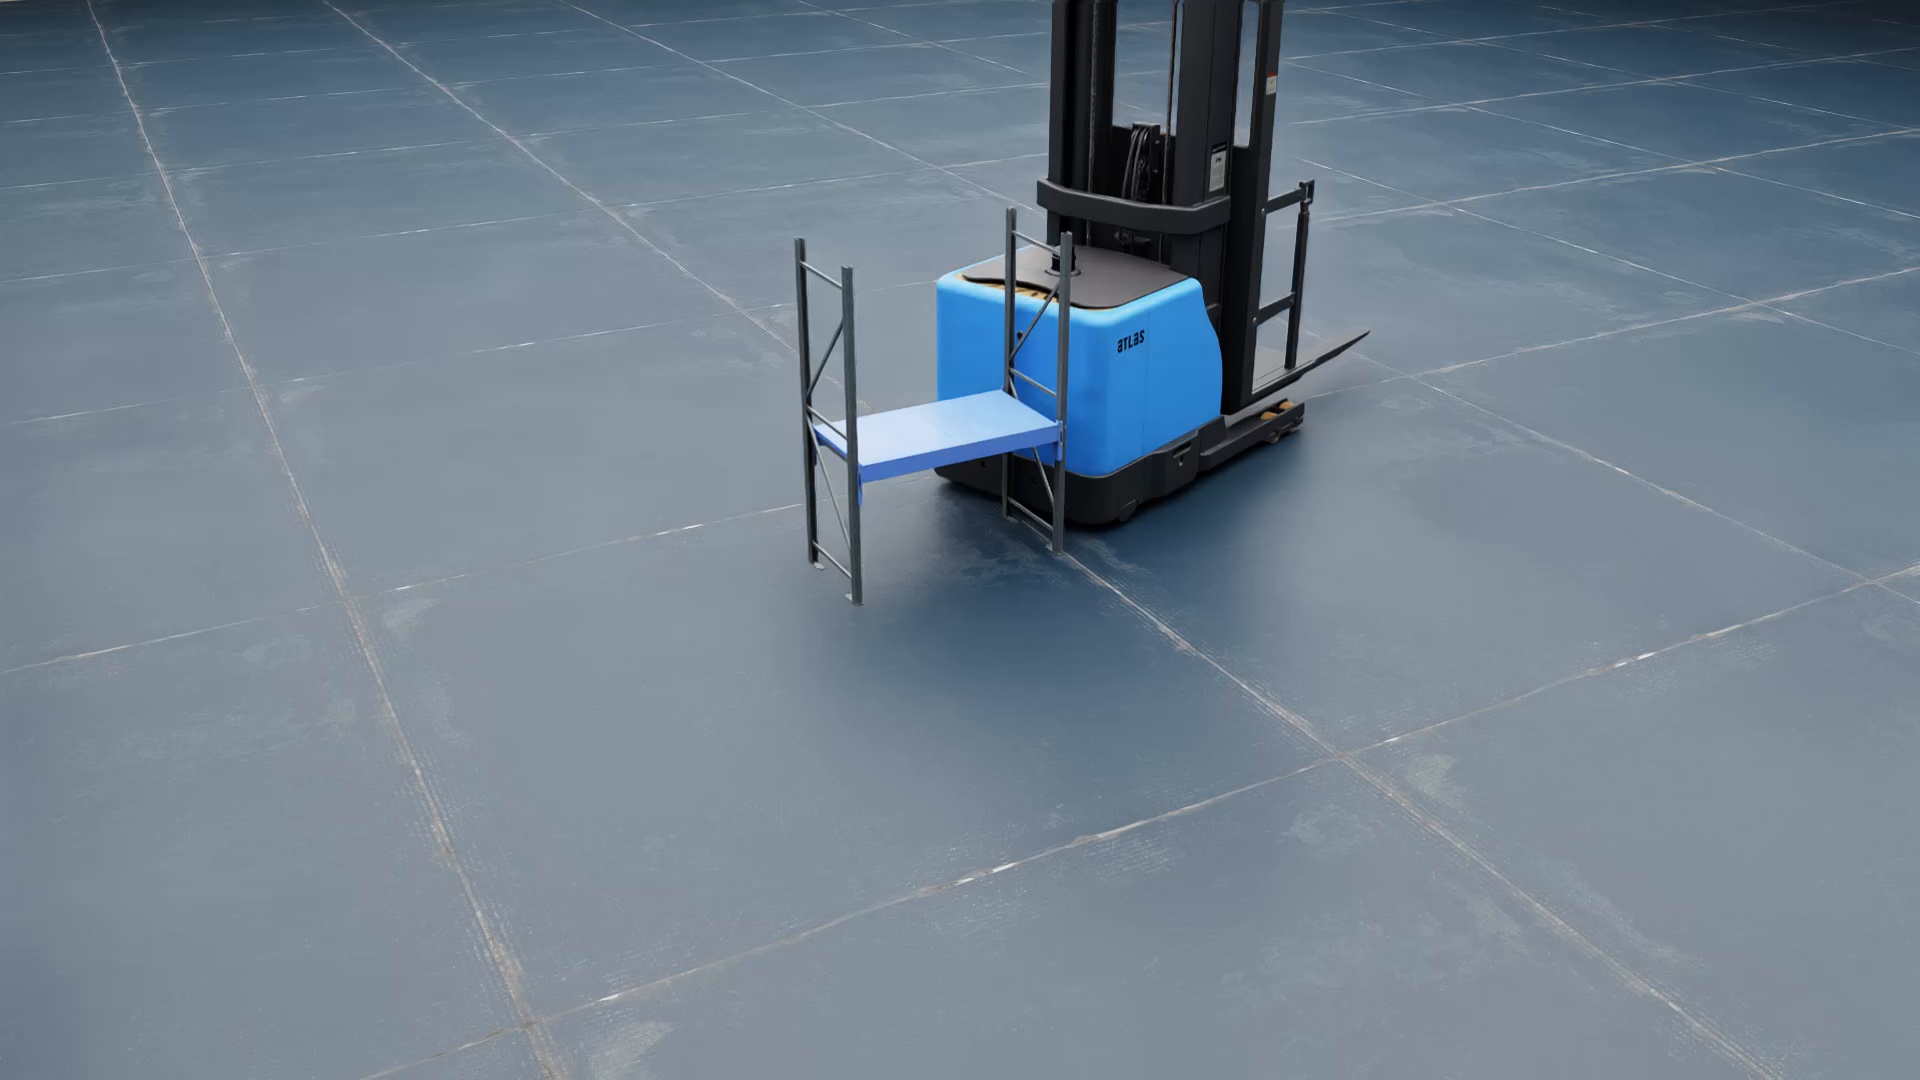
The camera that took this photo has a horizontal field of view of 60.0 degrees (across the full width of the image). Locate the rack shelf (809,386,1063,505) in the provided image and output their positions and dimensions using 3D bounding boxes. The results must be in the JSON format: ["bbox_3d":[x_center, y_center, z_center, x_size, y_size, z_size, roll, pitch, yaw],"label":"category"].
[{"bbox_3d":[-0.109,-0.430,7.329,1.000,0.185,0.538,-13,29,-26],"label":"rack shelf"}]

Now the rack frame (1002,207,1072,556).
[{"bbox_3d":[0.336,-0.699,7.472,0.032,1.500,0.500,-13,29,-26],"label":"rack frame"}]

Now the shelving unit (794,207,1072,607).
[{"bbox_3d":[-0.109,-0.592,7.251,1.048,1.500,0.538,-13,29,-26],"label":"shelving unit"}]

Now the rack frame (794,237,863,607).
[{"bbox_3d":[-0.554,-0.486,7.029,0.032,1.500,0.500,-13,29,-26],"label":"rack frame"}]

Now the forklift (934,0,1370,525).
[{"bbox_3d":[1.201,-1.957,8.439,1.130,2.935,3.031,20,32,35],"label":"forklift"}]
